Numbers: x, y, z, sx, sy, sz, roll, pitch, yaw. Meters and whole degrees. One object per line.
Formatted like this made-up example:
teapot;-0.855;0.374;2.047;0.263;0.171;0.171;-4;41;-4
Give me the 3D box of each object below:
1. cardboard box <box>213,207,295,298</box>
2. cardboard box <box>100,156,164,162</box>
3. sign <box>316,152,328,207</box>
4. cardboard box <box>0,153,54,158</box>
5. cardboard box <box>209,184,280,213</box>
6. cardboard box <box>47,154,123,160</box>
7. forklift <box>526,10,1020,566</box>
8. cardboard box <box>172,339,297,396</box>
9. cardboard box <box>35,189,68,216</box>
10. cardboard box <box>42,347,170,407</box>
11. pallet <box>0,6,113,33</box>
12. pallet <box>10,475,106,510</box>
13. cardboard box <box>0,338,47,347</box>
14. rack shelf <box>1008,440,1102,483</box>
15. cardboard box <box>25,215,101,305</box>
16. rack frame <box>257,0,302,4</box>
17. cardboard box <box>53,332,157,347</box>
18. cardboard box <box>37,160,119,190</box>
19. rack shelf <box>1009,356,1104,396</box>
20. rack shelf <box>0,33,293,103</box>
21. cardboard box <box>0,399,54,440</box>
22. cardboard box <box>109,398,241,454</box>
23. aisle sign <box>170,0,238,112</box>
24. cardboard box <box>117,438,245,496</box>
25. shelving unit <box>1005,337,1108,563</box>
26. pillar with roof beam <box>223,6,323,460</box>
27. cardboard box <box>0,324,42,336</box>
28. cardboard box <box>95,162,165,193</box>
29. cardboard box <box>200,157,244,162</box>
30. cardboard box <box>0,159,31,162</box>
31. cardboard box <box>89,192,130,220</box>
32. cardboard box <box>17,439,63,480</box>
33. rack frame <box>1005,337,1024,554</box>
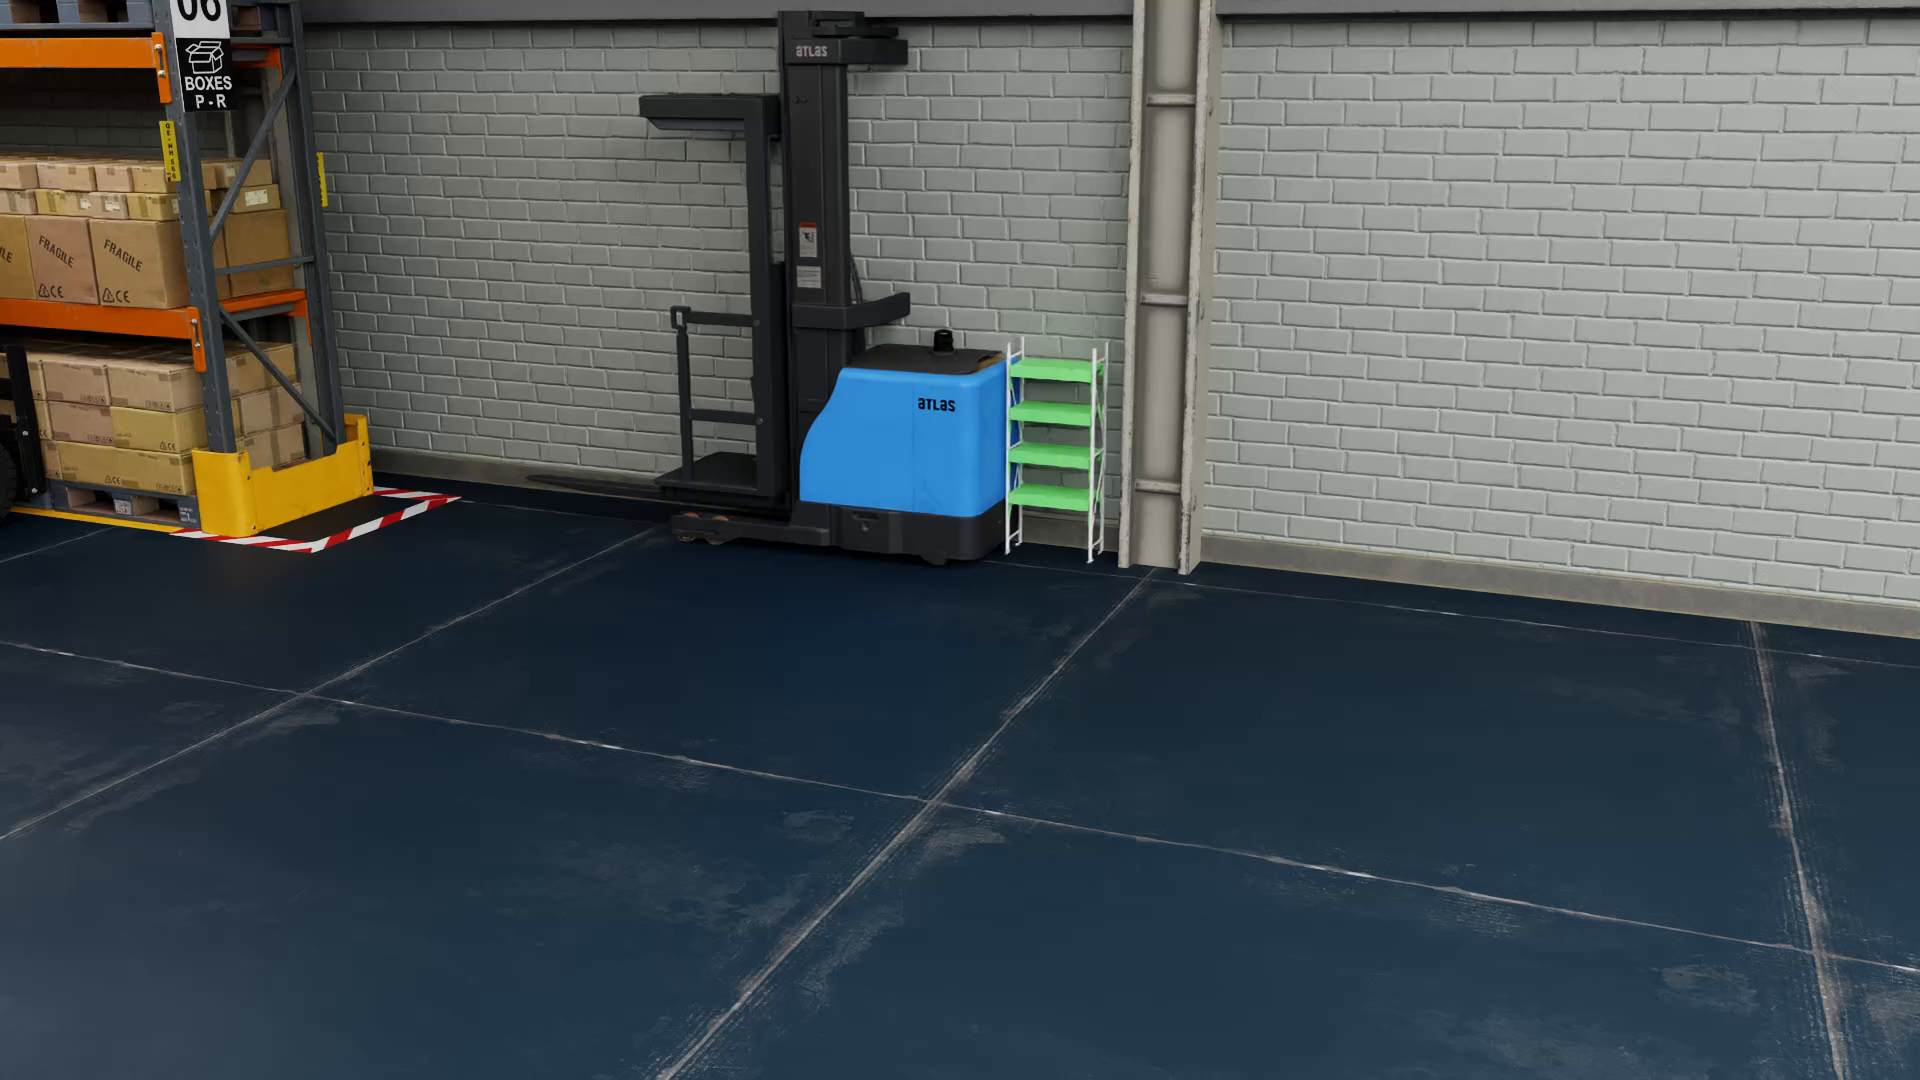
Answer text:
cardboard box;-4.515;-1.792;10.286;0.500;0.500;0.500;7;18;22
cardboard box;-5.097;-2.301;10.344;0.250;0.149;0.380;6;17;21
sign;-3.947;-2.218;10.239;0.005;0.325;0.100;6;17;21
cardboard box;-6.066;-2.405;10.701;0.250;0.149;0.380;7;18;22
cardboard box;-4.376;-2.083;10.124;0.250;0.149;0.380;6;17;19
cardboard box;-5.559;-2.374;10.595;0.250;0.149;0.380;6;17;19
forklift;-1.132;-1.508;9.610;3.031;2.935;1.130;6;17;20
cardboard box;-4.534;-1.081;10.401;0.500;0.250;0.500;6;17;20
cardboard box;-5.275;-2.033;9.952;0.250;0.149;0.380;6;17;20
cardboard box;-5.176;-0.999;10.121;0.500;0.250;0.500;7;17;22
pallet;-5.943;-3.223;10.172;1.213;0.211;1.003;6;17;21
pallet;-6.014;-0.475;10.930;1.213;0.211;1.003;6;17;21
cardboard box;-6.118;-1.102;10.475;0.500;0.250;0.500;6;17;20
rack shelf;0.535;-0.441;9.270;0.480;0.148;0.258;6;17;20
cardboard box;-5.189;-1.707;9.993;0.500;0.500;0.500;7;18;22
rack frame;-4.156;-4.502;9.041;0.127;3.000;1.000;6;17;21
cardboard box;-5.461;-1.185;10.760;0.500;0.250;0.500;6;17;20
cardboard box;-5.265;-2.187;9.951;0.250;0.149;0.380;6;17;21
rack shelf;0.535;-0.902;9.137;0.480;0.148;0.258;6;17;20
rack shelf;-6.016;-2.921;10.264;4.000;0.370;1.077;6;17;21
cardboard box;-5.674;-0.813;10.374;0.500;0.250;0.500;6;17;19
cardboard box;-4.723;-0.711;10.025;0.500;0.250;0.500;6;17;20
aisle sign;-4.203;-2.787;9.230;0.004;0.787;0.394;6;17;21
cardboard box;-4.709;-0.468;10.086;0.500;0.250;0.500;6;17;21
shelving unit;0.535;-0.503;9.253;0.503;1.200;0.258;6;17;20
pillar with roof beam;-6.053;-3.691;6.246;0.400;9.000;9.100;6;17;21
cardboard box;-6.406;-1.288;11.116;0.500;0.250;0.500;6;17;21
cardboard box;-4.807;-2.123;9.729;0.250;0.149;0.380;6;17;21
cardboard box;-4.614;-2.257;10.190;0.250;0.149;0.380;7;18;23
cardboard box;-5.791;-2.210;10.030;0.250;0.149;0.380;7;17;22
cardboard box;-4.830;-1.962;9.708;0.250;0.149;0.380;7;17;22
cardboard box;-5.630;-0.575;10.454;0.500;0.250;0.500;6;17;21
rack frame;0.308;-0.527;9.338;0.015;1.200;0.240;6;17;20
